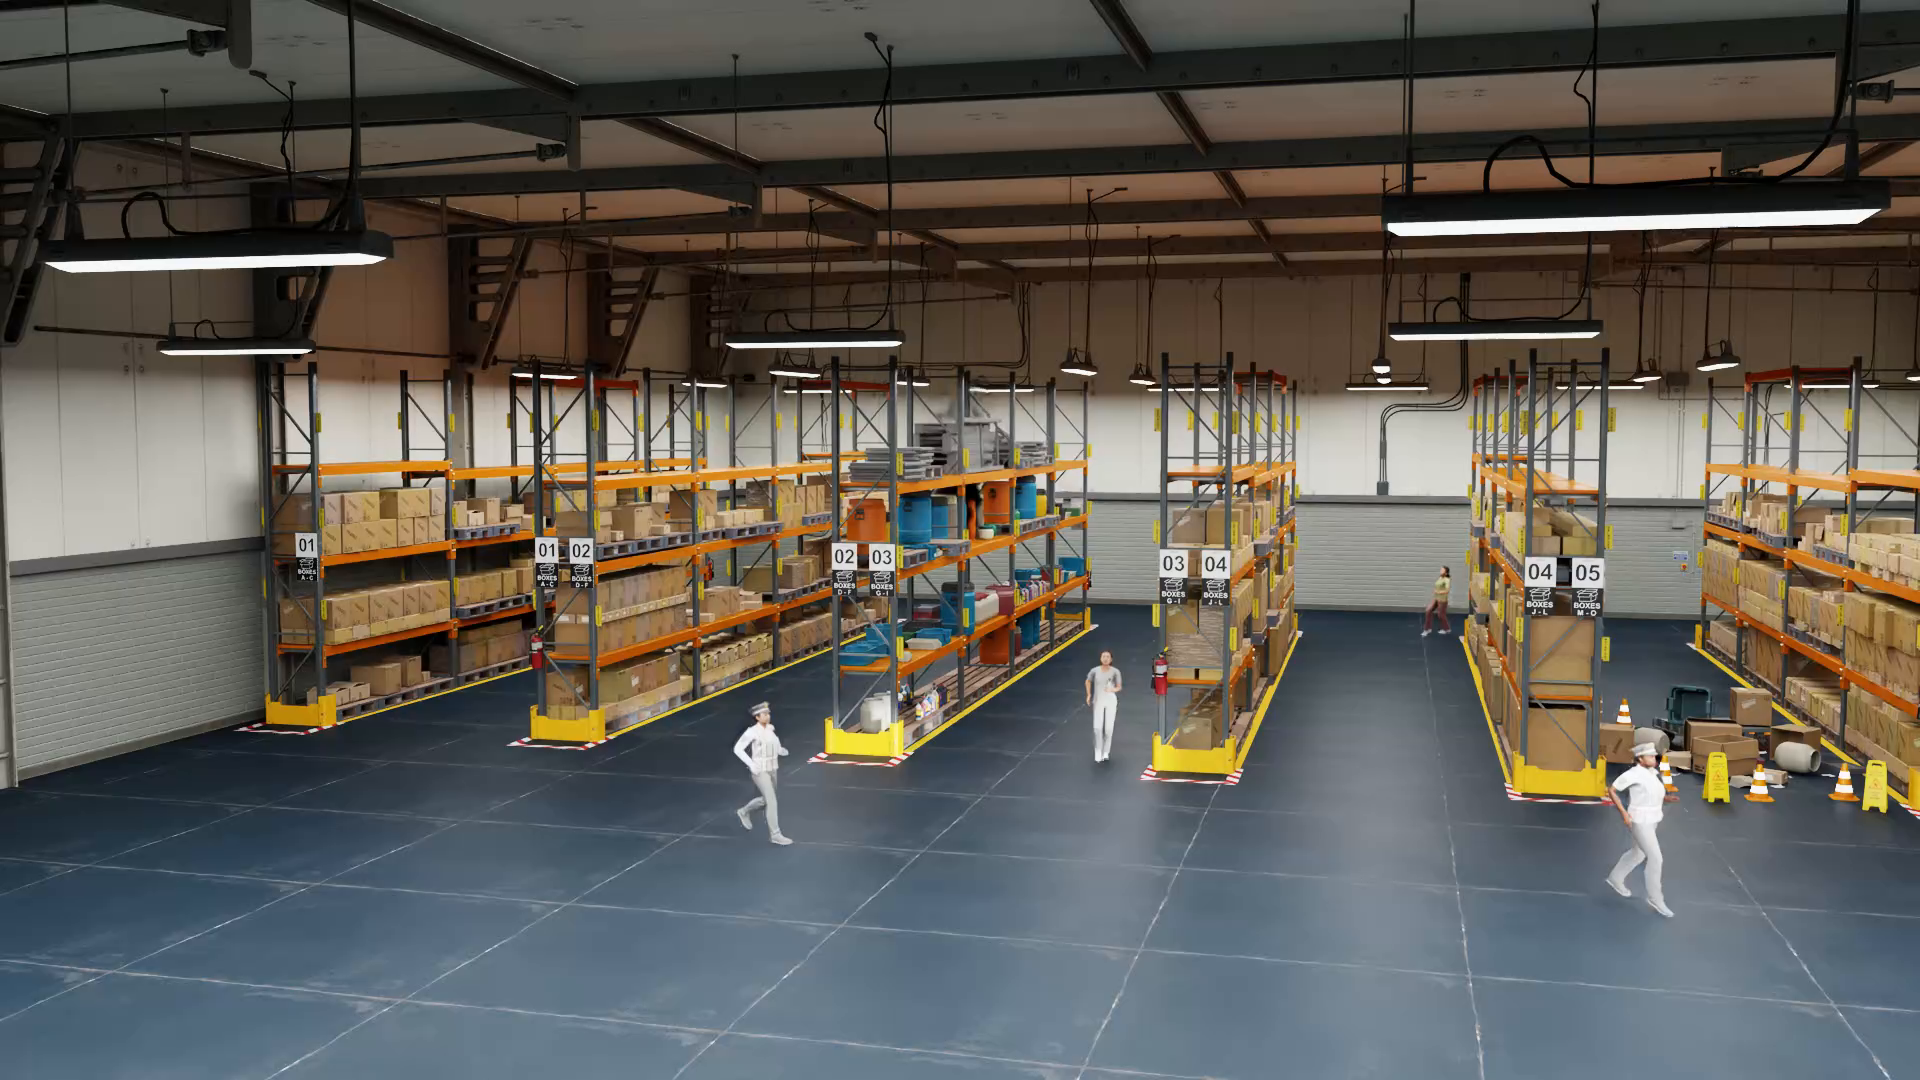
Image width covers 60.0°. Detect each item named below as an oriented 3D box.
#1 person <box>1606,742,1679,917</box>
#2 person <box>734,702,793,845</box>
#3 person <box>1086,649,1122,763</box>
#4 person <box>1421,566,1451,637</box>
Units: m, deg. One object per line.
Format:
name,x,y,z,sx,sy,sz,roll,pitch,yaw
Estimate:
person,7.044,2.942,17.174,0.555,1.748,0.784,-3,5,-40
person,-2.358,2.756,19.851,0.896,1.670,0.622,3,5,32
person,2.120,2.450,24.542,0.541,1.663,0.580,0,4,5
person,11.224,1.435,38.824,0.814,1.664,0.577,-2,4,-21
